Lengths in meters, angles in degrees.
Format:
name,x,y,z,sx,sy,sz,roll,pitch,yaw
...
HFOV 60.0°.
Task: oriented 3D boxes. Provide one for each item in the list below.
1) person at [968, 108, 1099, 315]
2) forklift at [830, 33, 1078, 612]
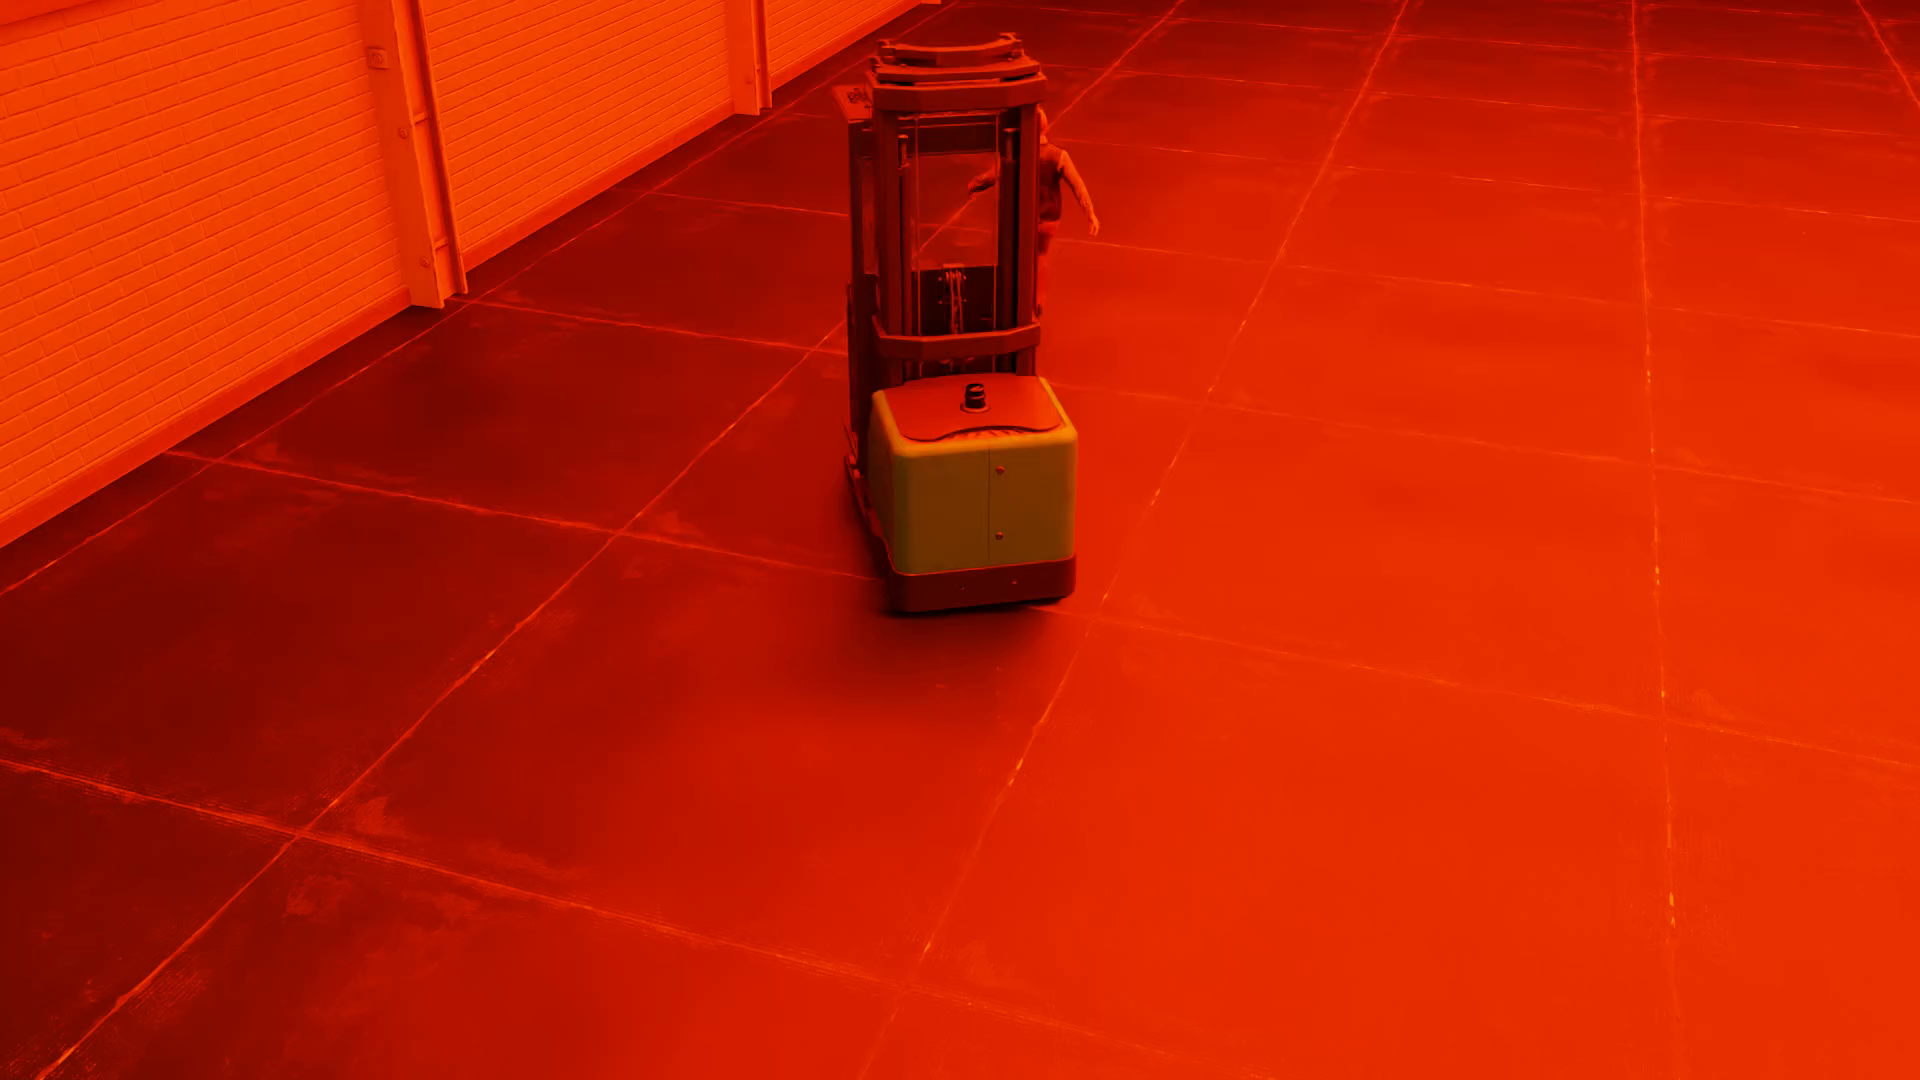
name,x,y,z,sx,sy,sz,roll,pitch,yaw
person,0.568,-2.464,12.675,0.911,1.662,0.730,-6,30,-11
forklift,-0.139,-1.586,9.919,1.130,2.935,3.031,-6,30,-10
